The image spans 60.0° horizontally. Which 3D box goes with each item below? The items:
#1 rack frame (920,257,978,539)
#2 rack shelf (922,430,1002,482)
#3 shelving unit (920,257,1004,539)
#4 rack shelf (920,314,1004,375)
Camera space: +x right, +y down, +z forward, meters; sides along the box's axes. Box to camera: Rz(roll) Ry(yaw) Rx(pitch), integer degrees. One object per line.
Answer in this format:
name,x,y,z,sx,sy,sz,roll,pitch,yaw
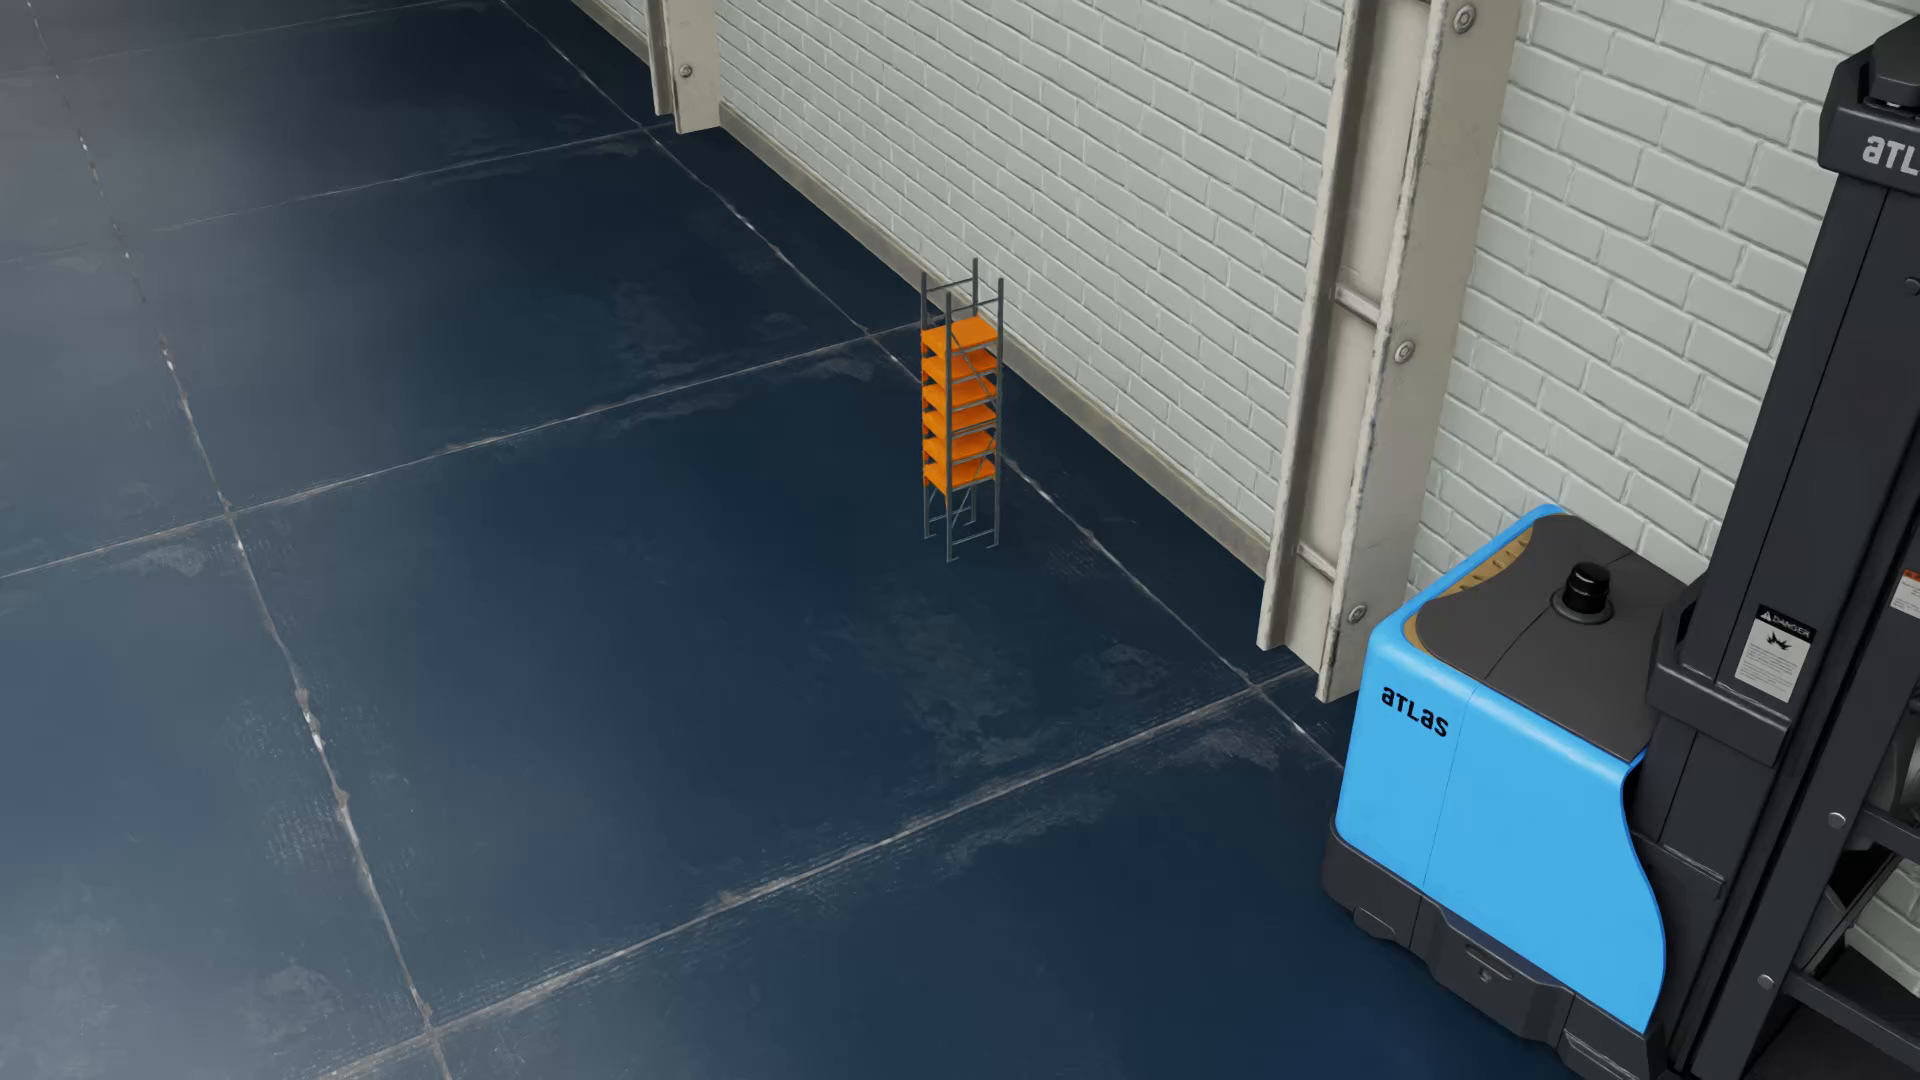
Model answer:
rack frame,-0.039,-0.524,6.450,0.240,1.200,0.006,-19,40,-24
rack shelf,0.007,-0.344,6.483,0.258,0.103,0.180,-19,40,-24
shelving unit,-7.825,-5.445,12.679,5.752,1.800,21.905,-19,40,-24
rack shelf,0.007,-0.732,6.200,0.258,0.103,0.180,-19,40,-24
